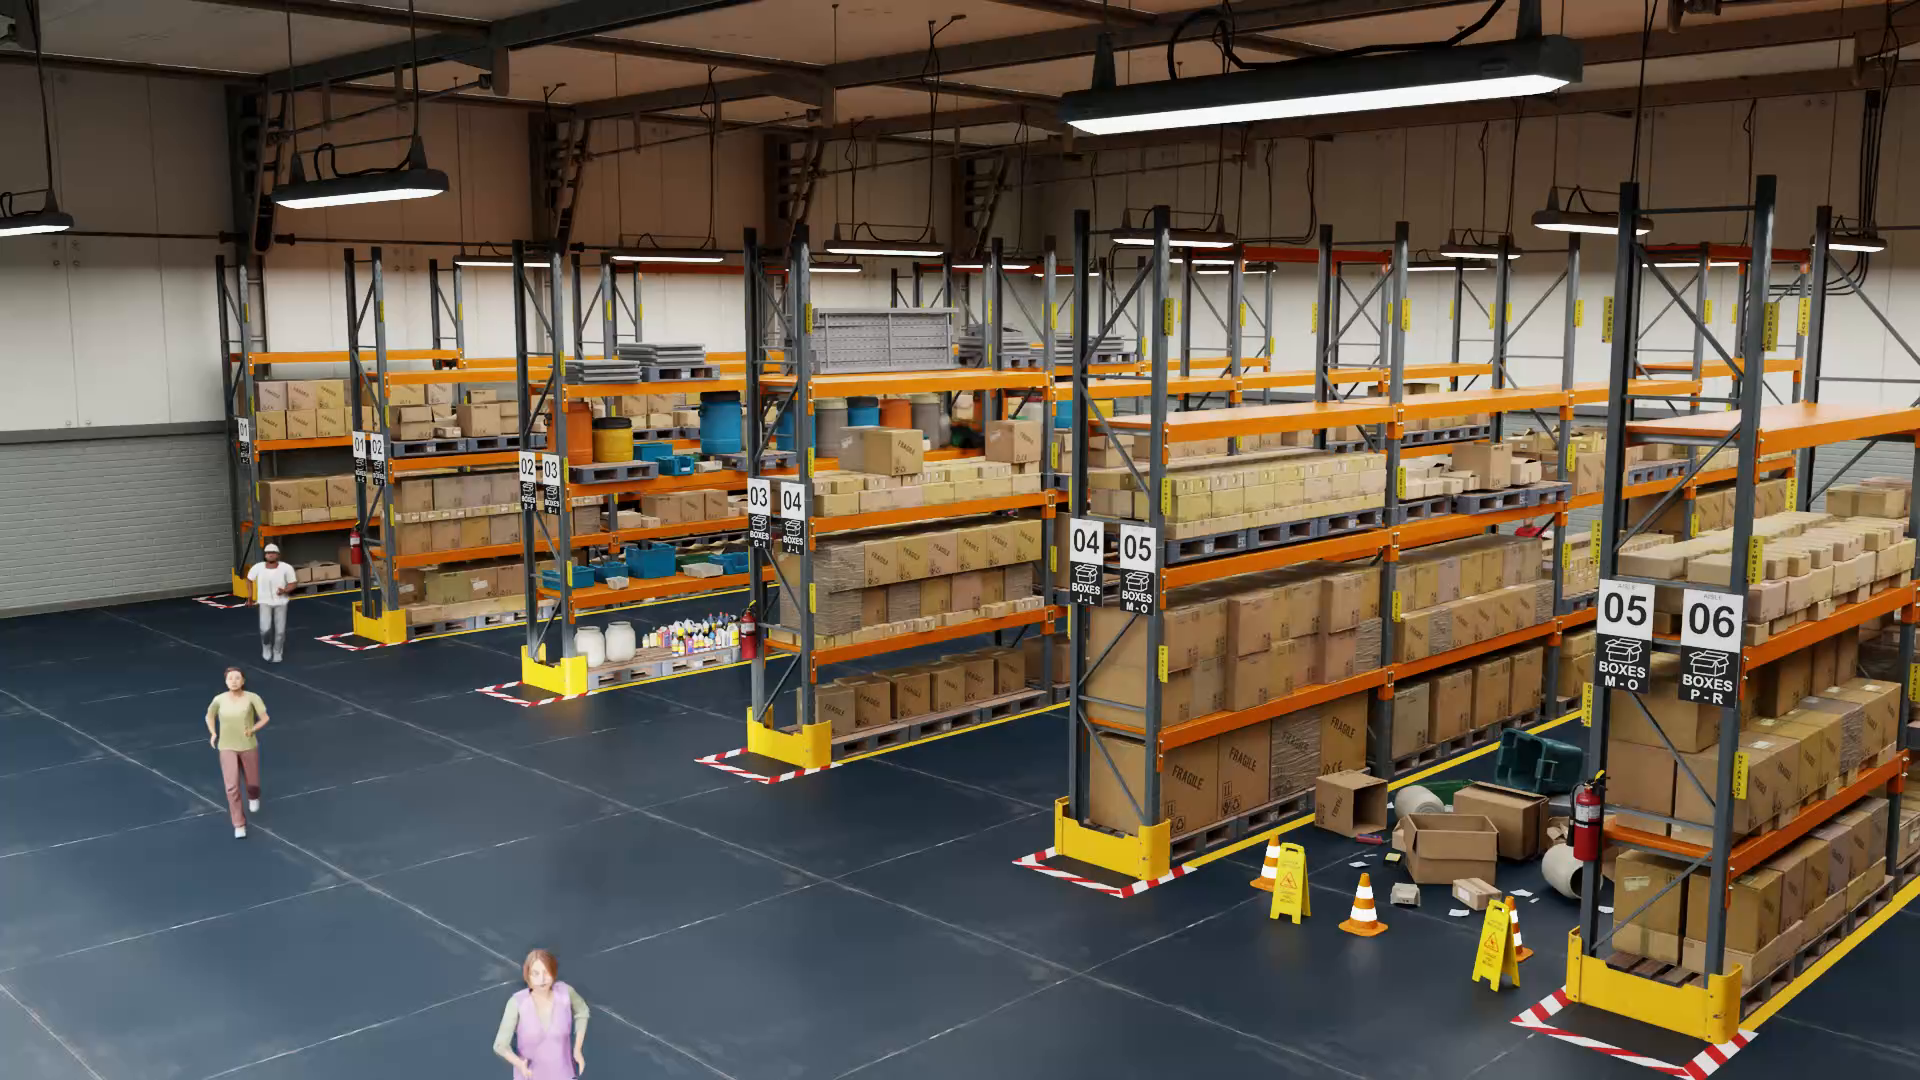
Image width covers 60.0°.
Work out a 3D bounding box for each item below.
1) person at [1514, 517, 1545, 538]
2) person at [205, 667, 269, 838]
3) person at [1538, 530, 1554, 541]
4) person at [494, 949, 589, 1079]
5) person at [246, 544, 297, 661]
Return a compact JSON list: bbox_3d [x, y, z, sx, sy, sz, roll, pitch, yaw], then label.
[{"bbox_3d":[9.627,0.376,28.081,0.714,1.667,0.644,6,10,38],"label":"person"},{"bbox_3d":[-7.106,2.047,16.376,0.589,1.635,0.802,-3,9,-18],"label":"person"},{"bbox_3d":[8.825,0.760,25.055,0.733,1.822,0.646,-8,11,-44],"label":"person"},{"bbox_3d":[-2.336,3.059,9.357,0.540,1.593,0.872,-3,9,-18],"label":"person"},{"bbox_3d":[-9.896,0.915,23.932,0.684,1.728,0.631,-3,9,-21],"label":"person"}]
